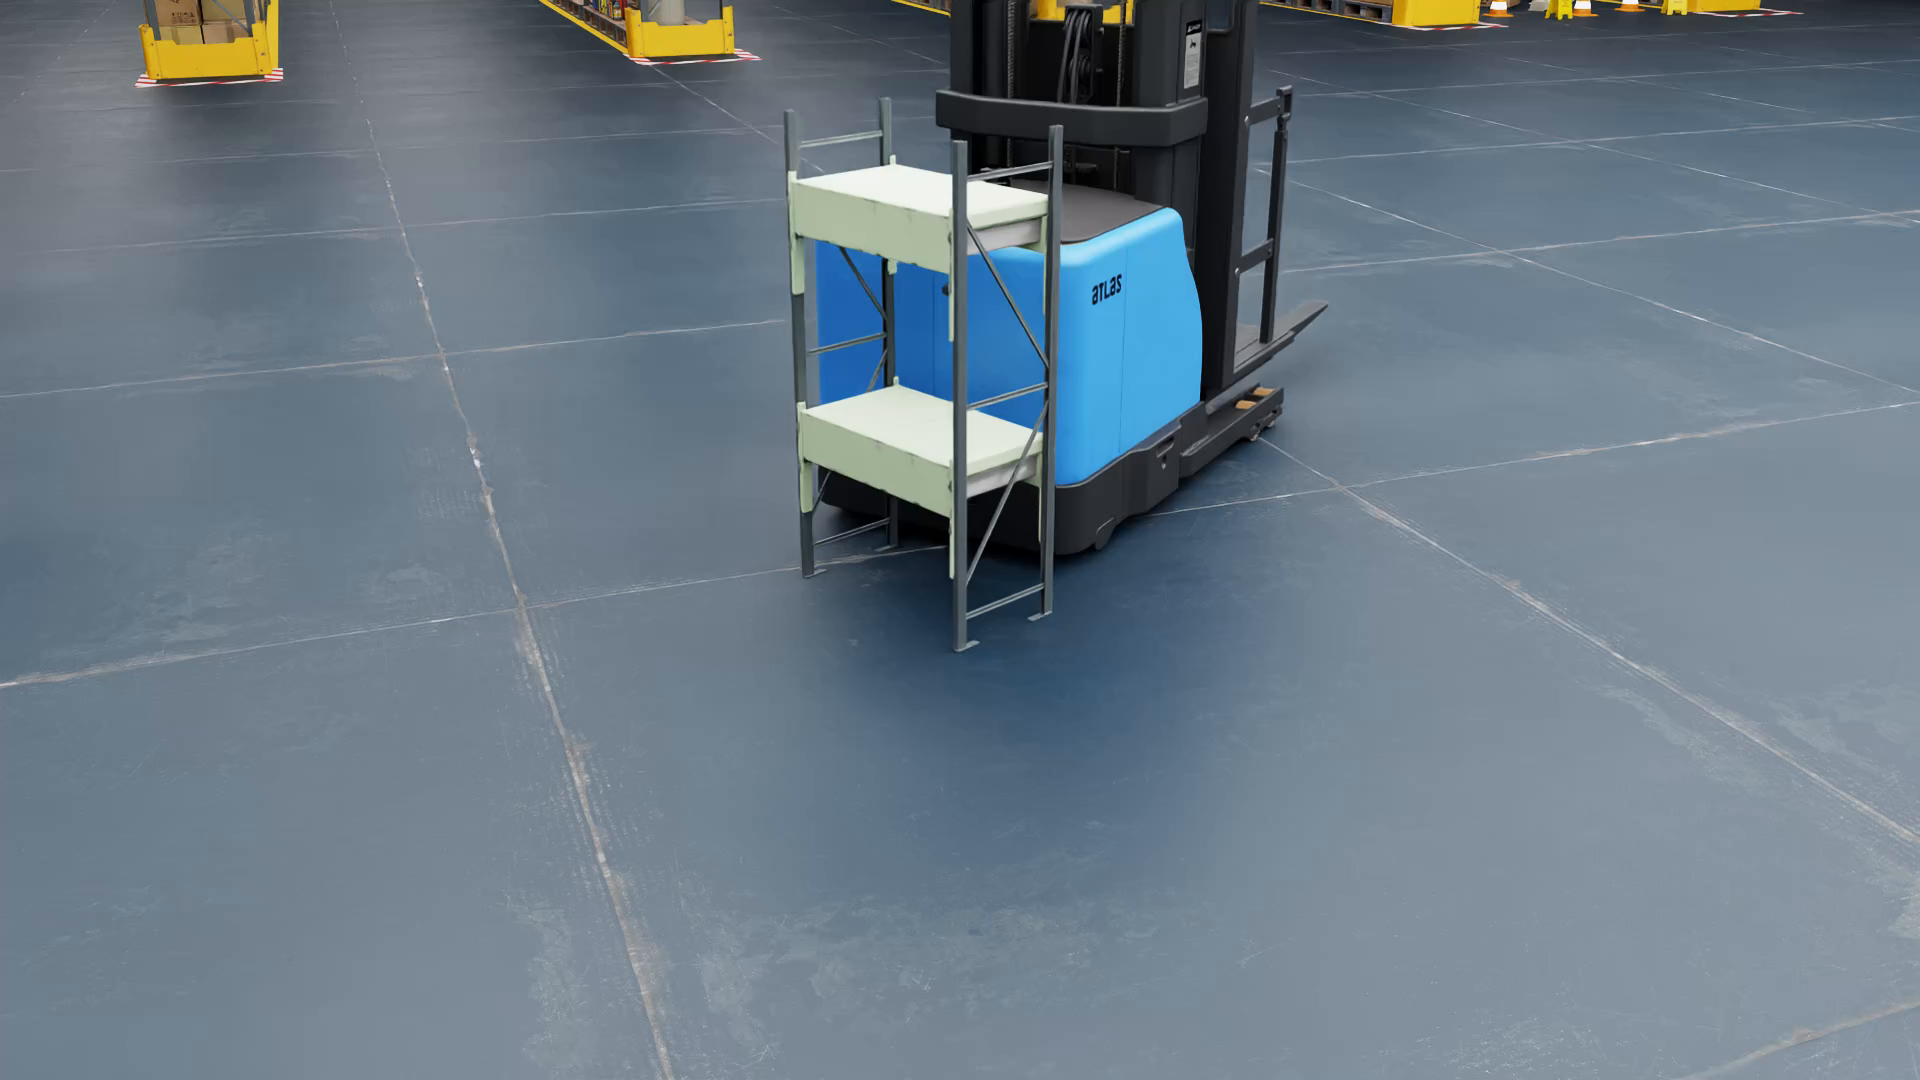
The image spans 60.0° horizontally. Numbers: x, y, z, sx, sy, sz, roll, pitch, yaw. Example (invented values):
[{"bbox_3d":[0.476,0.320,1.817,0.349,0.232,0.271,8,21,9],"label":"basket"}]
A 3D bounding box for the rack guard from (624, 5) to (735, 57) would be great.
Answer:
[{"bbox_3d":[-3.146,-5.725,18.690,1.175,0.500,0.348,-8,24,-19],"label":"rack guard"}]

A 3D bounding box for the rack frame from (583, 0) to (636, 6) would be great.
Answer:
[{"bbox_3d":[-4.488,-8.309,21.602,1.000,3.000,0.127,-8,24,-19],"label":"rack frame"}]

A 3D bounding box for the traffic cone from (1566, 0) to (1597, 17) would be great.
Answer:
[{"bbox_3d":[8.553,-7.430,22.781,0.336,0.463,0.334,-8,24,-19],"label":"traffic cone"}]

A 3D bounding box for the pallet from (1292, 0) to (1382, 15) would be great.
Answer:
[{"bbox_3d":[5.452,-7.617,23.549,1.003,0.211,1.213,-8,24,-19],"label":"pallet"}]

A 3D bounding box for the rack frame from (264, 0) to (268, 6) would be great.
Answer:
[{"bbox_3d":[-10.536,-9.084,23.441,1.000,3.000,0.127,-8,24,-19],"label":"rack frame"}]

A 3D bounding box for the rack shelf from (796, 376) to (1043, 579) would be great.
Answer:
[{"bbox_3d":[-0.116,-0.213,5.163,0.431,0.370,0.720,-20,30,-39],"label":"rack shelf"}]

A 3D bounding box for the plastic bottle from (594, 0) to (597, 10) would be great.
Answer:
[{"bbox_3d":[-4.591,-6.941,21.200,0.144,0.351,0.185,-8,24,-18],"label":"plastic bottle"}]

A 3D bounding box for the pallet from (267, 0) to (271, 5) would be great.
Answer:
[{"bbox_3d":[-10.765,-8.076,24.639,1.003,0.211,1.213,-8,24,-19],"label":"pallet"}]

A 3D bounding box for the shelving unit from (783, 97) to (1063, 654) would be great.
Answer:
[{"bbox_3d":[-0.116,-0.513,5.036,0.431,1.500,0.755,-20,30,-39],"label":"shelving unit"}]

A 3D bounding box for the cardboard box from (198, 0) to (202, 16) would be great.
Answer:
[{"bbox_3d":[-8.545,-5.965,18.074,0.500,0.500,0.500,-8,24,-19],"label":"cardboard box"}]

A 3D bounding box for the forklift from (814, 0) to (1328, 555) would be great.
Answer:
[{"bbox_3d":[0.679,-1.829,6.315,1.130,2.935,3.031,13,26,28],"label":"forklift"}]

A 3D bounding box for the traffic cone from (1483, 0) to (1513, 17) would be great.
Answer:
[{"bbox_3d":[7.376,-7.398,22.707,0.336,0.463,0.334,-8,24,-19],"label":"traffic cone"}]

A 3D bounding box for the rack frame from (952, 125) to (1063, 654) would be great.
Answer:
[{"bbox_3d":[0.133,-0.409,4.789,0.400,1.500,0.023,-20,30,-39],"label":"rack frame"}]

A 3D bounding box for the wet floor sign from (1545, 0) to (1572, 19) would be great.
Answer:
[{"bbox_3d":[8.097,-7.356,22.371,0.267,0.644,0.232,-13,26,-28],"label":"wet floor sign"}]

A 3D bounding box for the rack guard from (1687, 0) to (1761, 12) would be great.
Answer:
[{"bbox_3d":[10.803,-7.771,23.543,1.175,0.500,0.348,-8,24,-19],"label":"rack guard"}]

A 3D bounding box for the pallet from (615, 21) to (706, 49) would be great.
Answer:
[{"bbox_3d":[-3.428,-5.888,19.448,1.003,0.211,1.213,-8,24,-19],"label":"pallet"}]

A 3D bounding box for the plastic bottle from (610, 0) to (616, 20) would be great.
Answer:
[{"bbox_3d":[-4.192,-6.454,20.132,0.061,0.283,0.133,-8,24,-18],"label":"plastic bottle"}]

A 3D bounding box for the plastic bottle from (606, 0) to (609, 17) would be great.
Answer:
[{"bbox_3d":[-4.246,-6.556,20.384,0.152,0.276,0.135,-9,24,-20],"label":"plastic bottle"}]

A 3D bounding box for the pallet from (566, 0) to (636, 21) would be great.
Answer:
[{"bbox_3d":[-4.802,-7.304,22.808,1.003,0.211,1.213,-8,24,-19],"label":"pallet"}]

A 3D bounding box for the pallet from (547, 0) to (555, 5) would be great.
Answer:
[{"bbox_3d":[-5.664,-8.191,24.912,1.003,0.211,1.213,-8,24,-19],"label":"pallet"}]

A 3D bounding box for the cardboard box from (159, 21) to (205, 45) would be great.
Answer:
[{"bbox_3d":[-8.176,-5.258,17.363,0.500,0.250,0.500,-8,24,-19],"label":"cardboard box"}]

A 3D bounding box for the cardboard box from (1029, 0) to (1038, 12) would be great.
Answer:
[{"bbox_3d":[1.111,-7.019,21.218,0.500,0.500,0.500,-2,23,-5],"label":"cardboard box"}]

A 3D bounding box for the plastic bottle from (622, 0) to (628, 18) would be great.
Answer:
[{"bbox_3d":[-4.098,-6.524,20.298,0.061,0.283,0.133,-8,24,-19],"label":"plastic bottle"}]

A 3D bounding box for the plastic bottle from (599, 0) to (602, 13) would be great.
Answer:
[{"bbox_3d":[-4.505,-6.776,20.895,0.061,0.283,0.133,-7,24,-17],"label":"plastic bottle"}]

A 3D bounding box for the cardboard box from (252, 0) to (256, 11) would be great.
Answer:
[{"bbox_3d":[-8.219,-6.220,18.680,0.500,0.500,0.500,-8,24,-19],"label":"cardboard box"}]

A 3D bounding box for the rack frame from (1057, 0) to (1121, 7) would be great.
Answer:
[{"bbox_3d":[1.559,-7.535,19.766,1.000,3.000,0.127,-8,24,-19],"label":"rack frame"}]

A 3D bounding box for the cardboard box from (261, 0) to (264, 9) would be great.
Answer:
[{"bbox_3d":[-9.213,-6.924,21.315,0.500,0.250,0.500,-8,24,-18],"label":"cardboard box"}]

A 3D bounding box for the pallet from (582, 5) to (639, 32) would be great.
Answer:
[{"bbox_3d":[-4.290,-6.775,21.551,1.003,0.211,1.213,-8,24,-19],"label":"pallet"}]

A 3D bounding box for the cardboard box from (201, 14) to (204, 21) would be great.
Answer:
[{"bbox_3d":[-8.542,-5.620,18.221,0.500,0.250,0.500,-8,24,-19],"label":"cardboard box"}]

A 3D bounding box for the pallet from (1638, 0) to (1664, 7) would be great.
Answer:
[{"bbox_3d":[10.549,-7.938,24.311,1.003,0.211,1.213,-8,24,-19],"label":"pallet"}]

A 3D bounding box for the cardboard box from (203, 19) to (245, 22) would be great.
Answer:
[{"bbox_3d":[-7.872,-5.511,17.962,0.500,0.250,0.500,-8,24,-19],"label":"cardboard box"}]

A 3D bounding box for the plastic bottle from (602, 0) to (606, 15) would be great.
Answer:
[{"bbox_3d":[-4.374,-6.718,20.671,0.144,0.351,0.185,-9,24,-19],"label":"plastic bottle"}]

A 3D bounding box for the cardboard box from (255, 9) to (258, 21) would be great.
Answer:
[{"bbox_3d":[-8.220,-5.875,18.826,0.500,0.250,0.500,-8,24,-19],"label":"cardboard box"}]

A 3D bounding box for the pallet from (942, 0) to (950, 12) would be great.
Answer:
[{"bbox_3d":[0.416,-7.465,23.189,1.003,0.211,1.213,-8,24,-19],"label":"pallet"}]

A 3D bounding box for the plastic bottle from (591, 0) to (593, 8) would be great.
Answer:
[{"bbox_3d":[-4.714,-6.973,21.468,0.097,0.201,0.097,0,23,0],"label":"plastic bottle"}]

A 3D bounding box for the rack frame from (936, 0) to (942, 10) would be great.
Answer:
[{"bbox_3d":[0.146,-8.989,23.215,1.000,3.000,0.127,-8,24,-19],"label":"rack frame"}]
